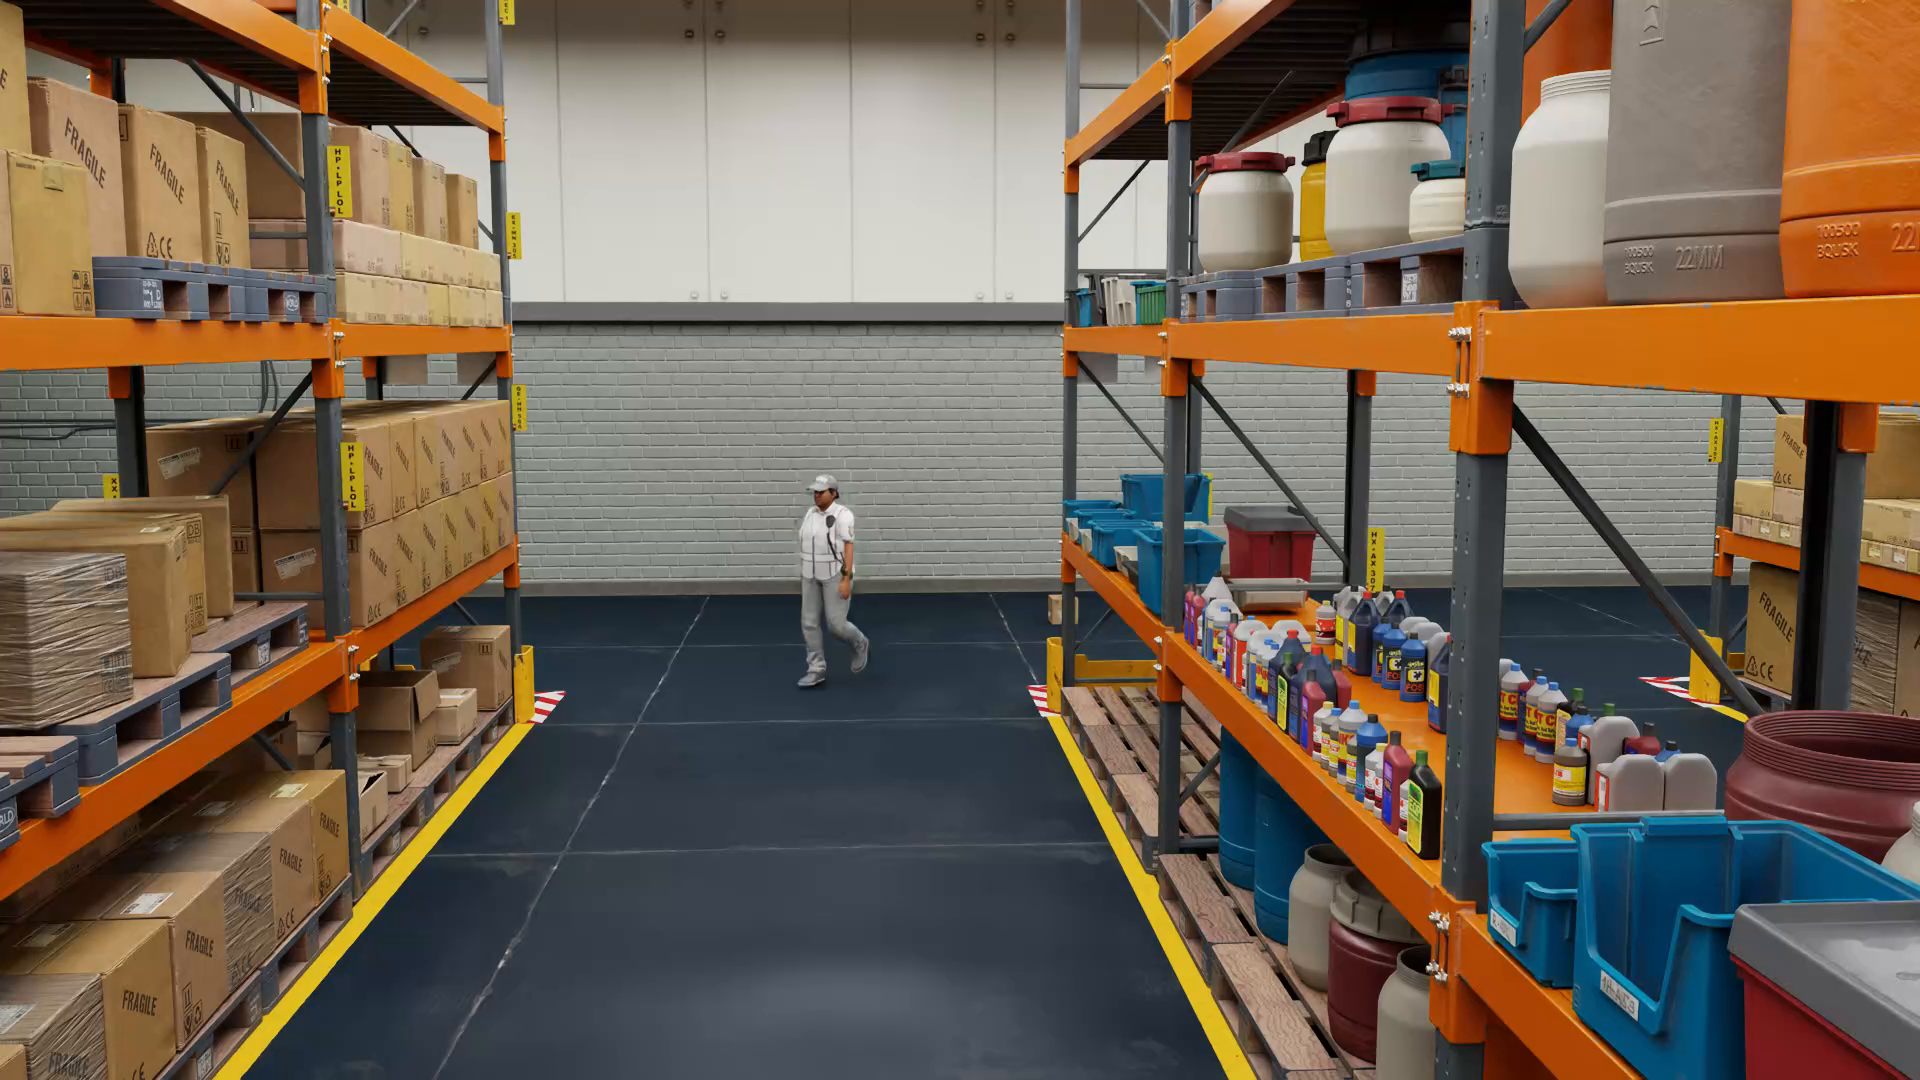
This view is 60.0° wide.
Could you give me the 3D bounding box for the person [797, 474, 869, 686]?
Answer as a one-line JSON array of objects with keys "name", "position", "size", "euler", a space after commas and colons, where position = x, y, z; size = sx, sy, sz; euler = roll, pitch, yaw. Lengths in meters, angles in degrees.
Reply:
[{"name": "person", "position": [-1.028, 0.301, 13.133], "size": [0.480, 1.650, 0.649], "euler": [4, 8, 31]}]
